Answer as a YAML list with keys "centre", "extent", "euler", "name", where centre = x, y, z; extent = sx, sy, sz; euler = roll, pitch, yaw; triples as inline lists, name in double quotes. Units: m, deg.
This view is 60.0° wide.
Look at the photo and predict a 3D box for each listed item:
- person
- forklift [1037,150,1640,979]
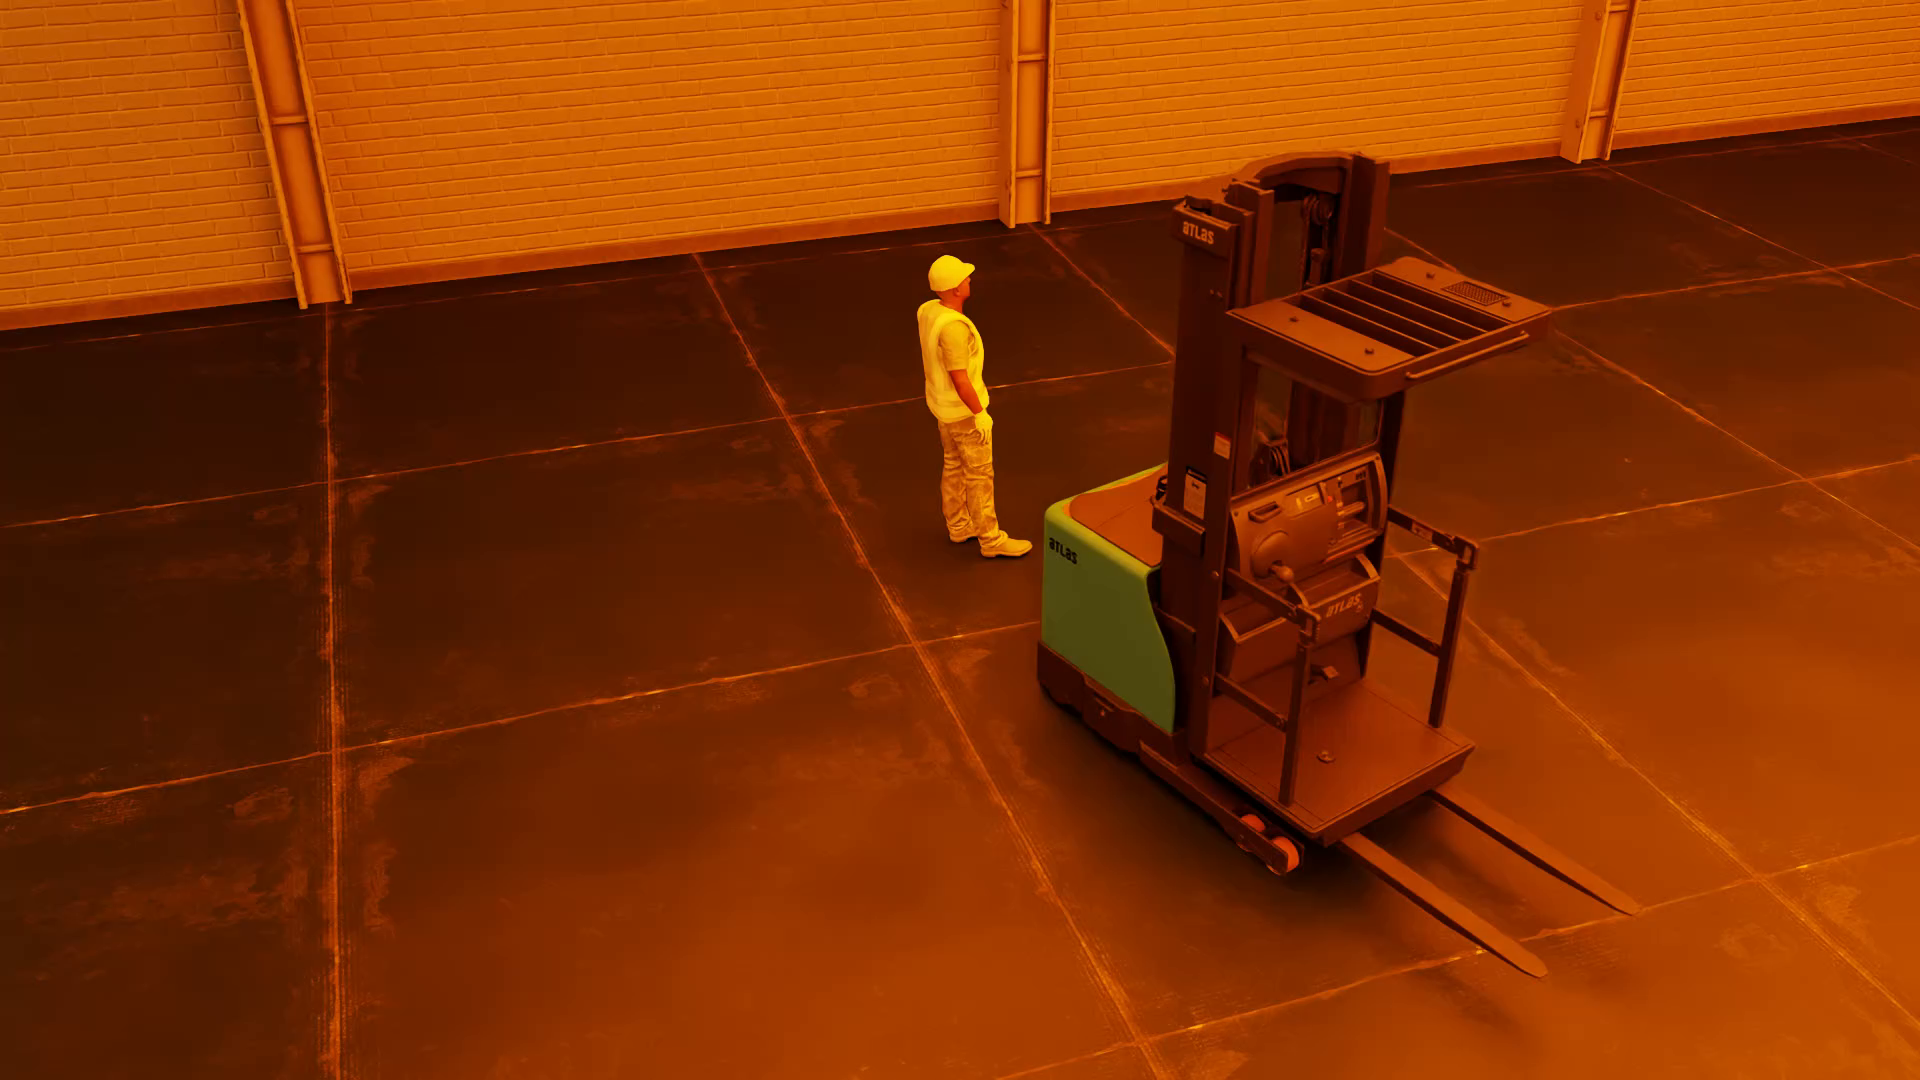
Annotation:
- centre: [0.071, -0.787, 9.592]
  extent: [0.575, 1.784, 0.656]
  euler: [-10, 31, -16]
  name: "person"
- centre: [1.671, -0.054, 7.180]
  extent: [1.130, 2.935, 3.031]
  euler: [-20, 35, -31]
  name: "forklift"
